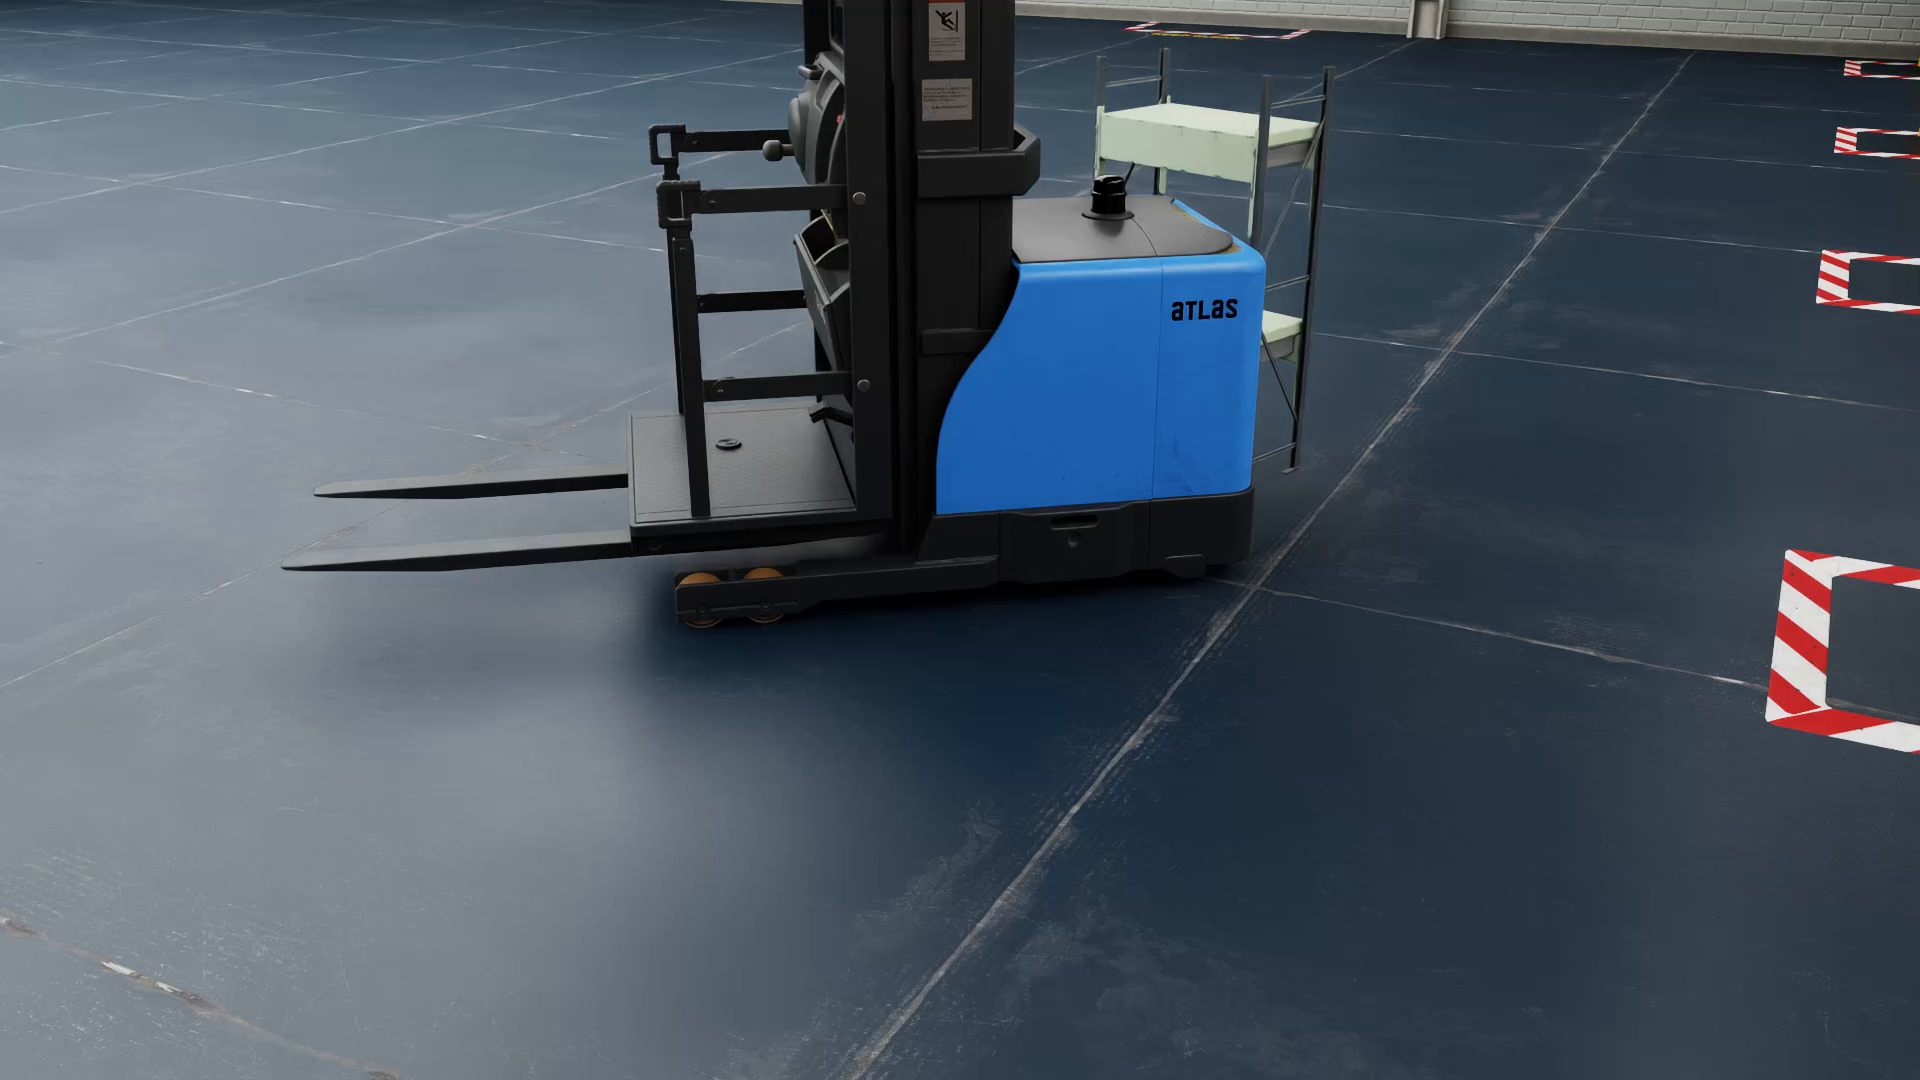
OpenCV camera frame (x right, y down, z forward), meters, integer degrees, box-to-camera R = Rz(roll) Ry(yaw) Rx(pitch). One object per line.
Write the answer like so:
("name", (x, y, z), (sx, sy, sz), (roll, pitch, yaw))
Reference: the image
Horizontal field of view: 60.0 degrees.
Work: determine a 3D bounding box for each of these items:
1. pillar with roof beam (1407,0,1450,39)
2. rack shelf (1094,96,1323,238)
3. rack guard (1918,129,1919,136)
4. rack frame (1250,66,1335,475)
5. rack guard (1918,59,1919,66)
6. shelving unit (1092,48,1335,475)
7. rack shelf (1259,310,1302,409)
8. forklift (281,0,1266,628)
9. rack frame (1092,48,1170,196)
("pillar with roof beam", (3.643, -8.666, 14.628), (0.400, 9.000, 9.100), (11, 25, 25))
("rack shelf", (0.901, -1.374, 6.064), (0.431, 0.370, 0.720), (-21, 31, -40))
("rack guard", (7.671, -3.294, 12.856), (0.348, 0.500, 1.175), (11, 25, 25))
("rack frame", (1.157, -0.913, 5.976), (0.400, 1.500, 0.023), (-21, 31, -40))
("rack guard", (9.992, -5.007, 16.884), (0.348, 0.500, 1.175), (11, 25, 25))
("shelving unit", (0.900, -1.015, 6.216), (0.431, 1.500, 0.755), (-21, 31, -40))
("rack shelf", (0.898, -0.714, 6.342), (0.431, 0.370, 0.720), (-21, 31, -40))
("forklift", (-0.614, -1.302, 5.067), (3.031, 2.935, 1.130), (-4, 23, -10))
("rack frame", (0.642, -1.117, 6.455), (0.400, 1.500, 0.023), (-21, 31, -40))
